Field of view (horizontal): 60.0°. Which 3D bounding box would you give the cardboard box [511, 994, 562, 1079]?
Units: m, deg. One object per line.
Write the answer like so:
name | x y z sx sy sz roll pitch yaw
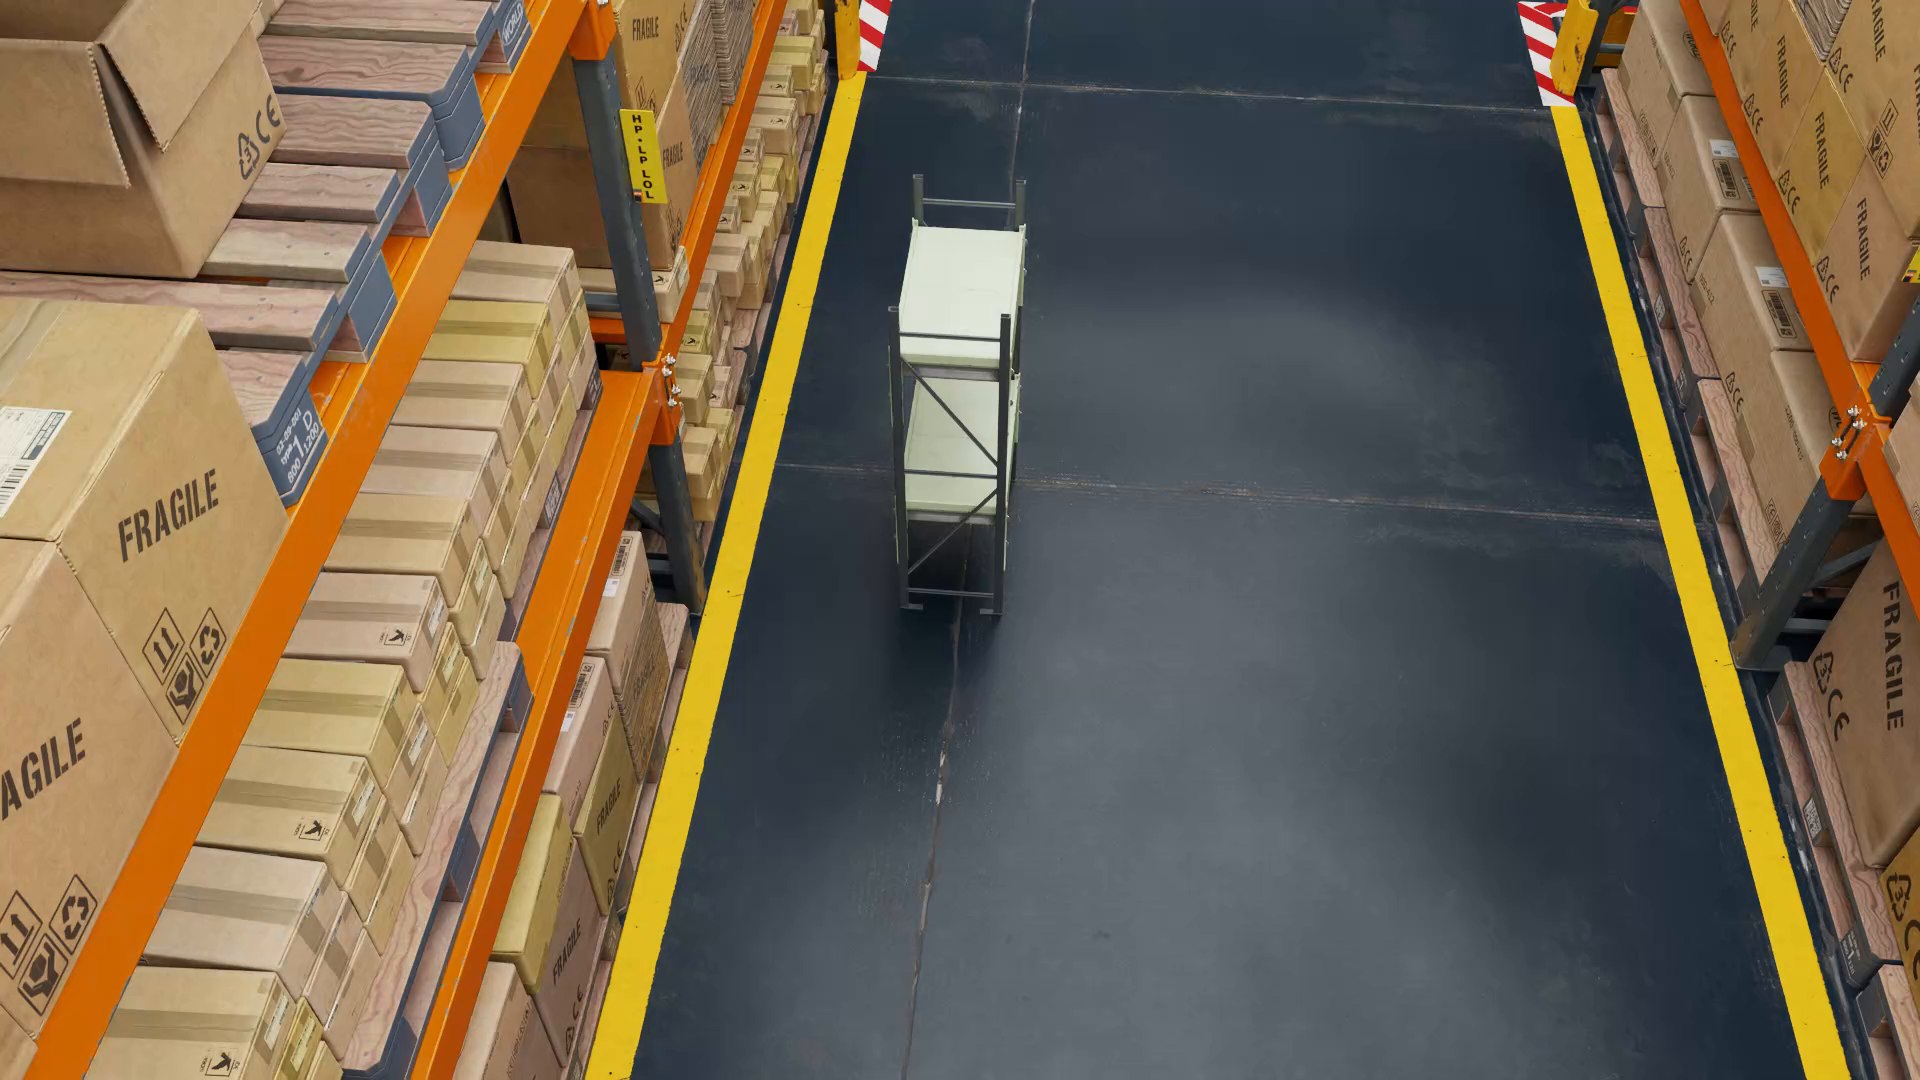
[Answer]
cardboard box | -1.461 1.602 4.661 0.500 0.500 0.500 3 48 3

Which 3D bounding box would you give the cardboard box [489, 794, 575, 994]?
cardboard box | -1.410 0.990 4.713 0.500 0.250 0.500 2 48 2

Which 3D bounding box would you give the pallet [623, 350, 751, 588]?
pallet | -1.473 -0.344 6.922 1.003 0.211 1.213 4 48 4

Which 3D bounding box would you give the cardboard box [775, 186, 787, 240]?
cardboard box | -1.023 -1.550 7.782 0.380 0.149 0.250 5 48 4

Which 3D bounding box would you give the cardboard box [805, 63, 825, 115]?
cardboard box | -0.898 -2.312 8.479 0.380 0.149 0.250 5 48 5

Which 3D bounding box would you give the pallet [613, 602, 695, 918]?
pallet | -1.569 0.724 5.945 1.003 0.211 1.213 4 48 4

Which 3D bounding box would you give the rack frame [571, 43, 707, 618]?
rack frame | -1.499 -0.789 5.439 1.000 3.000 0.127 4 48 4

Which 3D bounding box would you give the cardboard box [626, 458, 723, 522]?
cardboard box | -1.146 -0.215 6.561 0.380 0.149 0.250 2 48 2

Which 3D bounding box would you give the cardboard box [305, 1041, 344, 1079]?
cardboard box | -1.550 1.184 3.520 0.380 0.149 0.250 6 48 5

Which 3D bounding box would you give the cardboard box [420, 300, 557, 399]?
cardboard box | -1.365 -0.541 4.695 0.380 0.149 0.250 3 48 2

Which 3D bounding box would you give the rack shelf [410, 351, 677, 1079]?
rack shelf | -1.682 0.923 4.360 1.077 0.370 4.000 4 48 4

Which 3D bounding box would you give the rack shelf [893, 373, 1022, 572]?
rack shelf | -0.001 -0.281 6.433 0.431 0.370 0.720 4 48 4

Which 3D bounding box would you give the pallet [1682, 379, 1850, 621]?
pallet | 3.586 -0.143 6.738 1.003 0.211 1.213 4 48 4

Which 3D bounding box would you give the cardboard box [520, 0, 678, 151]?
cardboard box | -1.216 -1.576 5.212 0.500 0.500 0.500 5 48 4

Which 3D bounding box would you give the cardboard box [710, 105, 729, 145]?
cardboard box | -1.107 -1.665 6.410 0.380 0.149 0.250 5 48 4

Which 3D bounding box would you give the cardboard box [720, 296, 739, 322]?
cardboard box | -1.152 -1.086 7.156 0.380 0.149 0.250 6 48 5

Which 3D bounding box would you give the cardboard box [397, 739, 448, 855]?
cardboard box | -1.478 0.612 4.043 0.380 0.149 0.250 2 48 2

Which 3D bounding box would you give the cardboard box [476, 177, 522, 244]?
cardboard box | -1.737 -1.298 5.635 0.500 0.500 0.500 4 48 4

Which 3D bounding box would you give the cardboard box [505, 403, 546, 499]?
cardboard box | -1.387 -0.265 4.644 0.380 0.149 0.250 6 48 5

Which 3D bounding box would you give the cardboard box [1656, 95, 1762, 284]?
cardboard box | 3.768 -1.582 7.616 0.875 0.438 0.875 5 48 5

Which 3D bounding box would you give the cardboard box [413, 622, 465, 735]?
cardboard box | -1.456 0.328 4.101 0.380 0.149 0.250 4 48 4

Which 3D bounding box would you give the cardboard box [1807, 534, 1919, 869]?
cardboard box | 3.462 0.506 5.410 0.875 0.875 0.875 5 48 5

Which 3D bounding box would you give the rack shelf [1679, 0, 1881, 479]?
rack shelf | 3.621 -1.757 6.812 1.077 0.370 4.000 4 48 4

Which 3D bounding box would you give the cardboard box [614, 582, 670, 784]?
cardboard box | -1.316 0.473 5.694 0.500 0.500 0.500 3 48 3

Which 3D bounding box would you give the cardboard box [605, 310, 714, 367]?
cardboard box | -1.204 -0.796 6.690 0.380 0.149 0.250 3 48 3

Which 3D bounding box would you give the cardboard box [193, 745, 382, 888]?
cardboard box | -1.511 0.600 3.651 0.380 0.149 0.250 5 48 5

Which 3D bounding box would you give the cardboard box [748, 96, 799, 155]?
cardboard box | -0.964 -1.936 7.732 0.380 0.149 0.250 5 48 5

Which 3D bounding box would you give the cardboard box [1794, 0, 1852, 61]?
cardboard box | 3.299 -2.014 5.814 0.500 0.500 0.500 4 48 4

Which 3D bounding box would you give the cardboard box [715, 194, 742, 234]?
cardboard box | -1.155 -1.377 7.221 0.380 0.149 0.250 2 48 2

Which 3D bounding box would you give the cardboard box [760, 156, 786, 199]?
cardboard box | -1.021 -1.651 7.673 0.380 0.149 0.250 6 48 5

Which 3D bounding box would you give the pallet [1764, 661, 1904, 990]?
pallet | 3.444 0.983 5.708 1.003 0.211 1.213 4 48 4

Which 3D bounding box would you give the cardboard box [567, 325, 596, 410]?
cardboard box | -1.339 -0.541 5.098 0.380 0.149 0.250 3 48 3

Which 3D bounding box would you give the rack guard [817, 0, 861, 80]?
rack guard | -1.142 -2.829 8.999 1.175 0.500 0.348 4 48 4

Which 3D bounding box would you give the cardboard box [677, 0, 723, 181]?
cardboard box | -1.165 -1.634 5.943 0.500 0.500 0.500 4 48 4

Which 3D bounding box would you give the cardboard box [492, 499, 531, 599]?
cardboard box | -1.409 0.017 4.587 0.380 0.149 0.250 2 48 2

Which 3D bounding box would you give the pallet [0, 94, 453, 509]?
pallet | -1.753 -0.529 3.296 1.213 0.211 1.003 4 48 4

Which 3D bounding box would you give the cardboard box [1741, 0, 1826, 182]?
cardboard box | 3.300 -1.671 6.178 0.500 0.500 0.500 3 48 3

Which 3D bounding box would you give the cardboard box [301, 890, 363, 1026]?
cardboard box | -1.530 0.887 3.590 0.380 0.149 0.250 4 48 4

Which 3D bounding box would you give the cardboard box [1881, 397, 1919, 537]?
cardboard box | 3.136 -0.174 4.978 0.500 0.250 0.500 3 48 3

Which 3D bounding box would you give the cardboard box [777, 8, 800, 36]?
cardboard box | -1.011 -2.522 8.268 0.380 0.149 0.250 5 48 4

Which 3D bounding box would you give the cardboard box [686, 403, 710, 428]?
cardboard box | -1.214 -0.506 6.626 0.380 0.149 0.250 4 48 4

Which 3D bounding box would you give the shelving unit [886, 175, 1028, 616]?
shelving unit | -0.001 -0.501 6.192 0.431 1.500 0.755 4 48 4

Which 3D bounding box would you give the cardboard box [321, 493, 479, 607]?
cardboard box | -1.440 0.022 4.180 0.380 0.149 0.250 2 48 2

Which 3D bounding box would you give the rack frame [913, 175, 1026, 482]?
rack frame | 0.033 -0.770 6.438 0.400 1.500 0.023 4 48 4

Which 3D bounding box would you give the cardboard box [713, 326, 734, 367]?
cardboard box | -1.178 -0.786 7.084 0.380 0.149 0.250 3 48 3

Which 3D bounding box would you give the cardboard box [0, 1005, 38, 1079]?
cardboard box | -1.547 0.702 1.974 0.500 0.500 0.500 4 48 4
